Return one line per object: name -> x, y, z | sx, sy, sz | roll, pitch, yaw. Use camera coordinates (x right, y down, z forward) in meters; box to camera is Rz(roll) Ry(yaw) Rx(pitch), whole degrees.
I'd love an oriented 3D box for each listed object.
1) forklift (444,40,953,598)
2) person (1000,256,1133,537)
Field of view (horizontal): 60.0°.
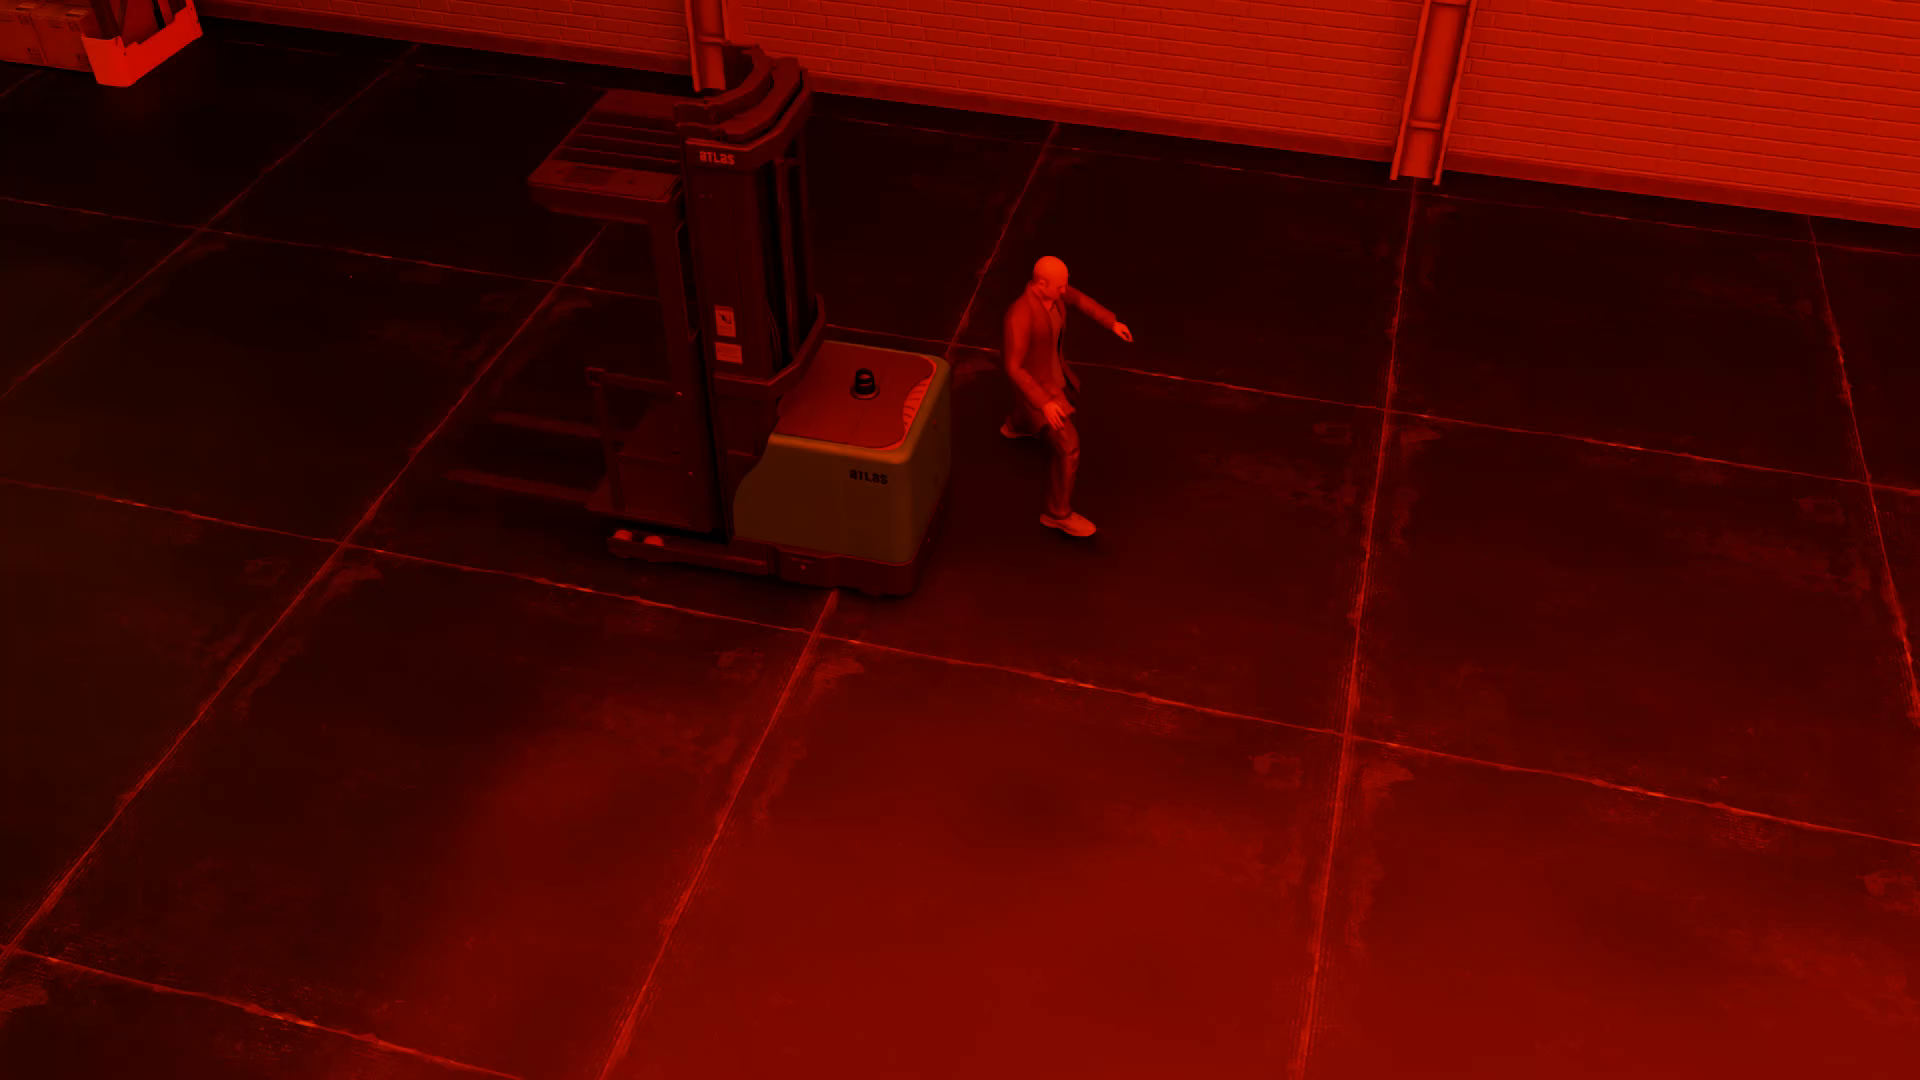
forklift -> -1.616, -1.292, 9.336 | 3.031, 2.935, 1.130 | 10, 42, 11
person -> 0.592, -0.976, 10.027 | 0.984, 1.650, 1.037 | 19, 45, 20
